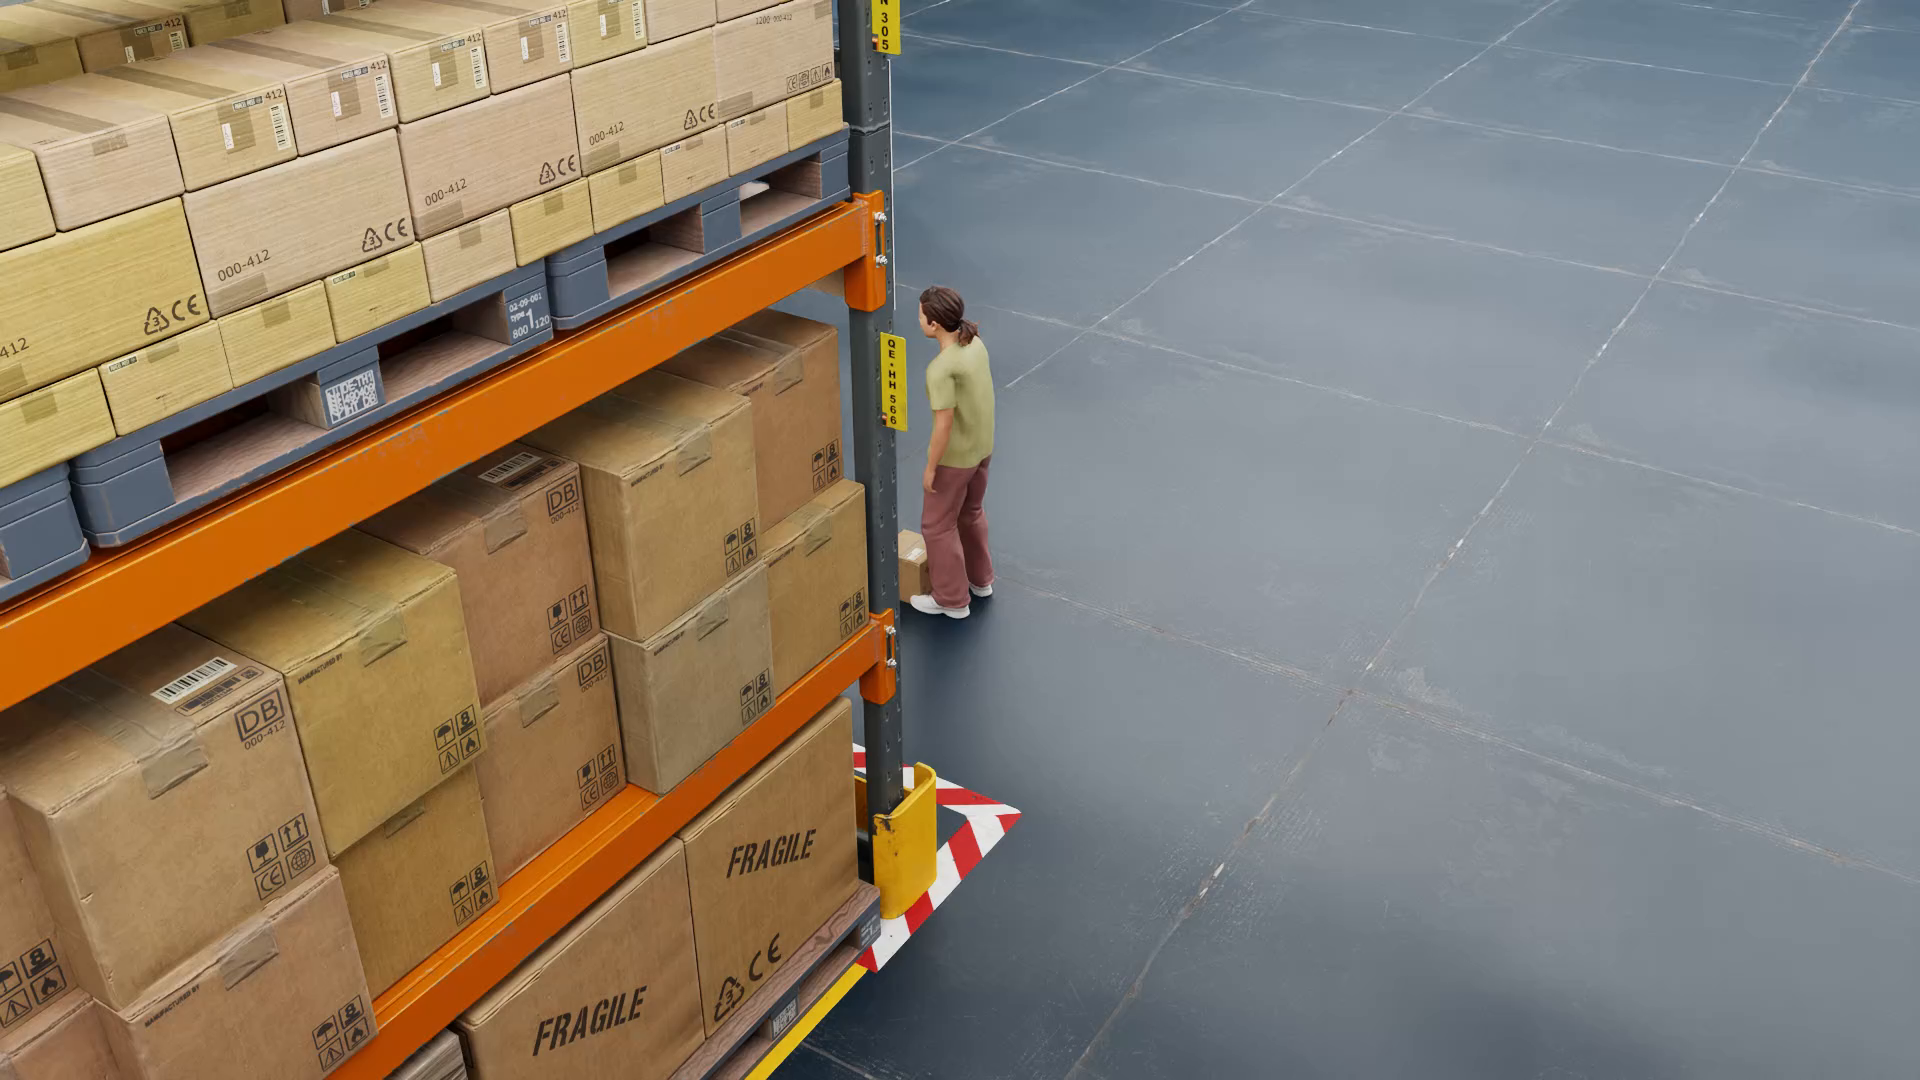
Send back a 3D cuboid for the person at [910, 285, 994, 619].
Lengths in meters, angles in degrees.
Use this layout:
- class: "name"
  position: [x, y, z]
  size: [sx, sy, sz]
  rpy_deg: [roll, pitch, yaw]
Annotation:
- class: "person"
  position: [-0.037, -0.409, 7.825]
  size: [0.346, 1.672, 0.521]
  rpy_deg: [16, 34, 25]
